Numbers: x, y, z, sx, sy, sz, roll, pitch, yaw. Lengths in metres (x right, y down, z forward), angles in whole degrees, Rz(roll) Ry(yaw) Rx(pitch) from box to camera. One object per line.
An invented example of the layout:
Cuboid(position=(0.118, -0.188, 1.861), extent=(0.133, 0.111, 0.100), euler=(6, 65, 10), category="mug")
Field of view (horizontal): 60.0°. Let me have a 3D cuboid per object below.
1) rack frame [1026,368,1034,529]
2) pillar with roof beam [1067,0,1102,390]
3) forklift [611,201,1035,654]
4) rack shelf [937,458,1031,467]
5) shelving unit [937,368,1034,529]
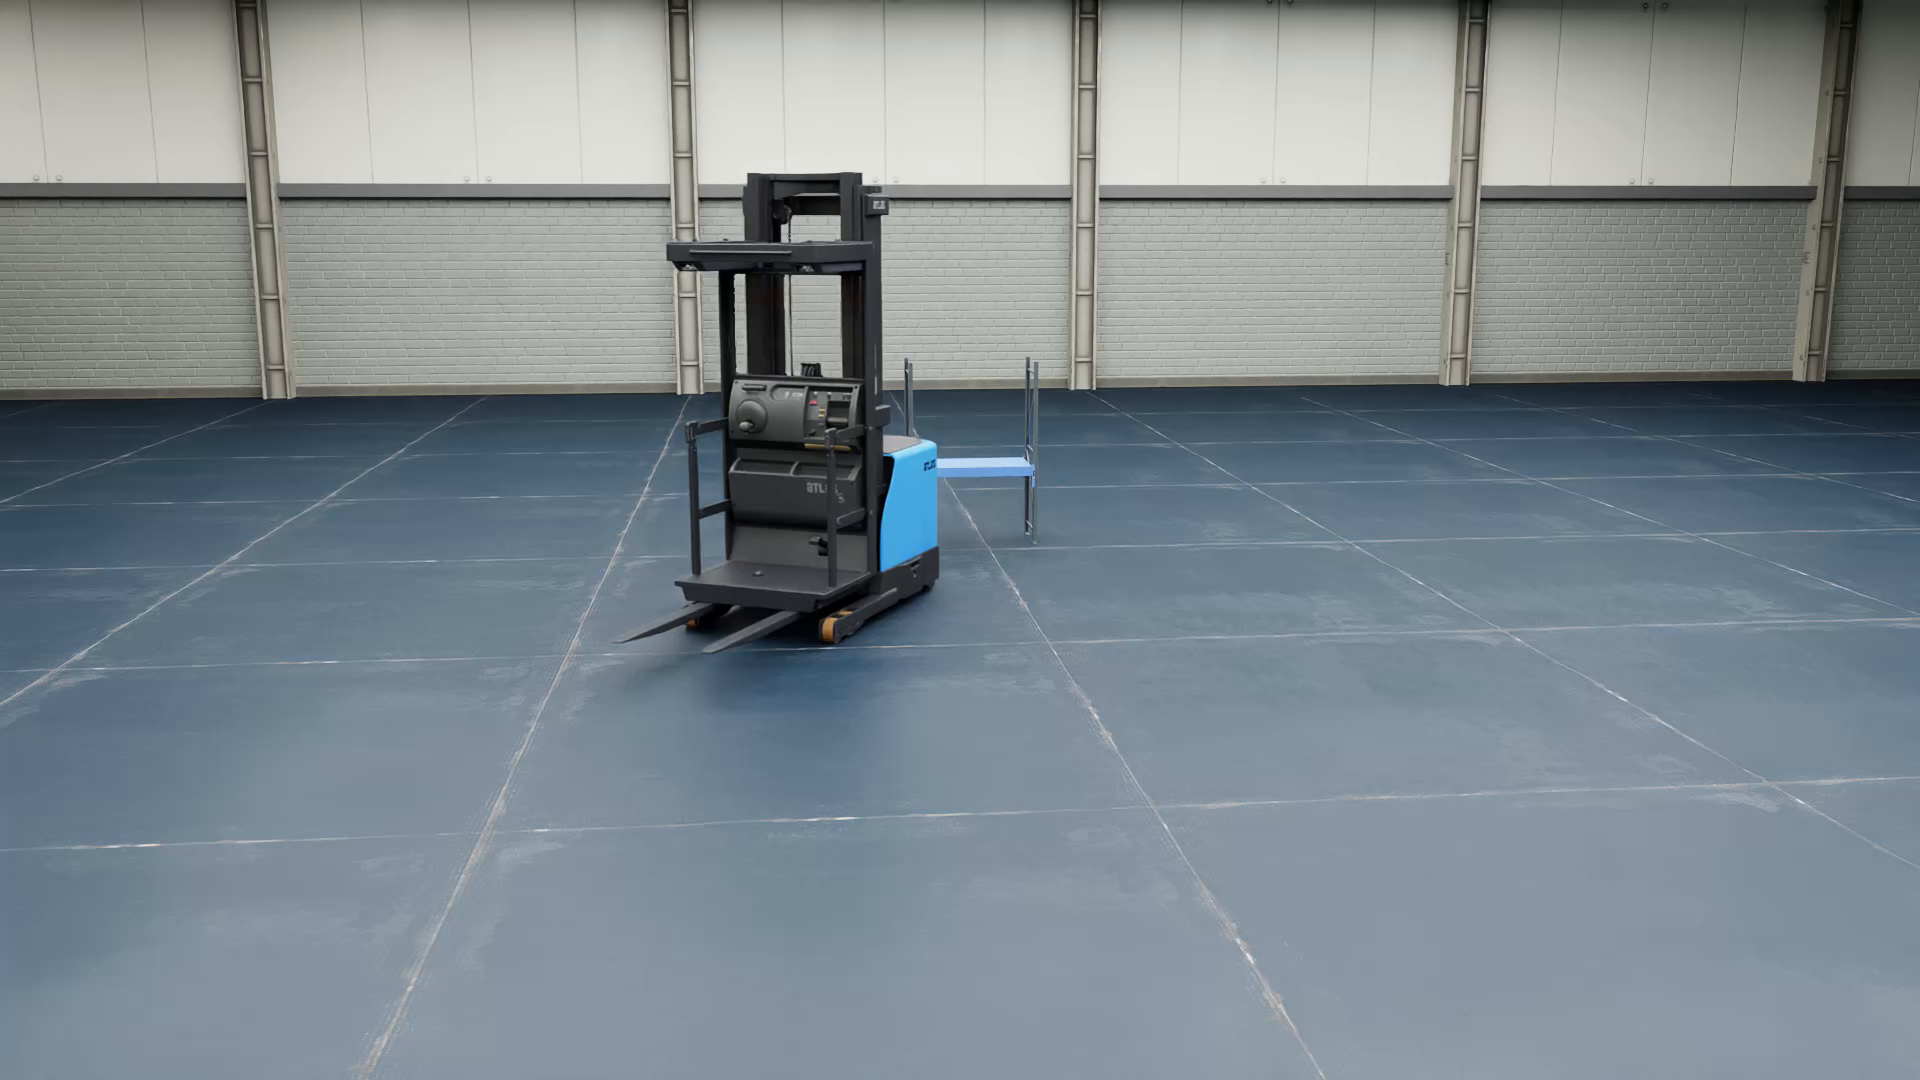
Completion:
Cuboid(position=(0.590, -0.749, 13.788), extent=(0.013, 1.308, 0.475), euler=(-1, 11, -6), category="rack frame")
Cuboid(position=(2.354, -5.940, 20.753), extent=(0.400, 9.000, 9.100), euler=(-1, 11, -6), category="pillar with roof beam")
Cuboid(position=(-6.965, -0.750, 8.354), extent=(10.324, 3.598, 15.967), euler=(4, 12, 21), category="forklift")
Cuboid(position=(0.085, -0.609, 13.758), extent=(0.952, 0.062, 0.459), euler=(-1, 11, -6), category="rack shelf")
Cuboid(position=(0.104, -0.738, 13.736), extent=(0.991, 1.308, 0.475), euler=(-1, 11, -6), category="shelving unit")
